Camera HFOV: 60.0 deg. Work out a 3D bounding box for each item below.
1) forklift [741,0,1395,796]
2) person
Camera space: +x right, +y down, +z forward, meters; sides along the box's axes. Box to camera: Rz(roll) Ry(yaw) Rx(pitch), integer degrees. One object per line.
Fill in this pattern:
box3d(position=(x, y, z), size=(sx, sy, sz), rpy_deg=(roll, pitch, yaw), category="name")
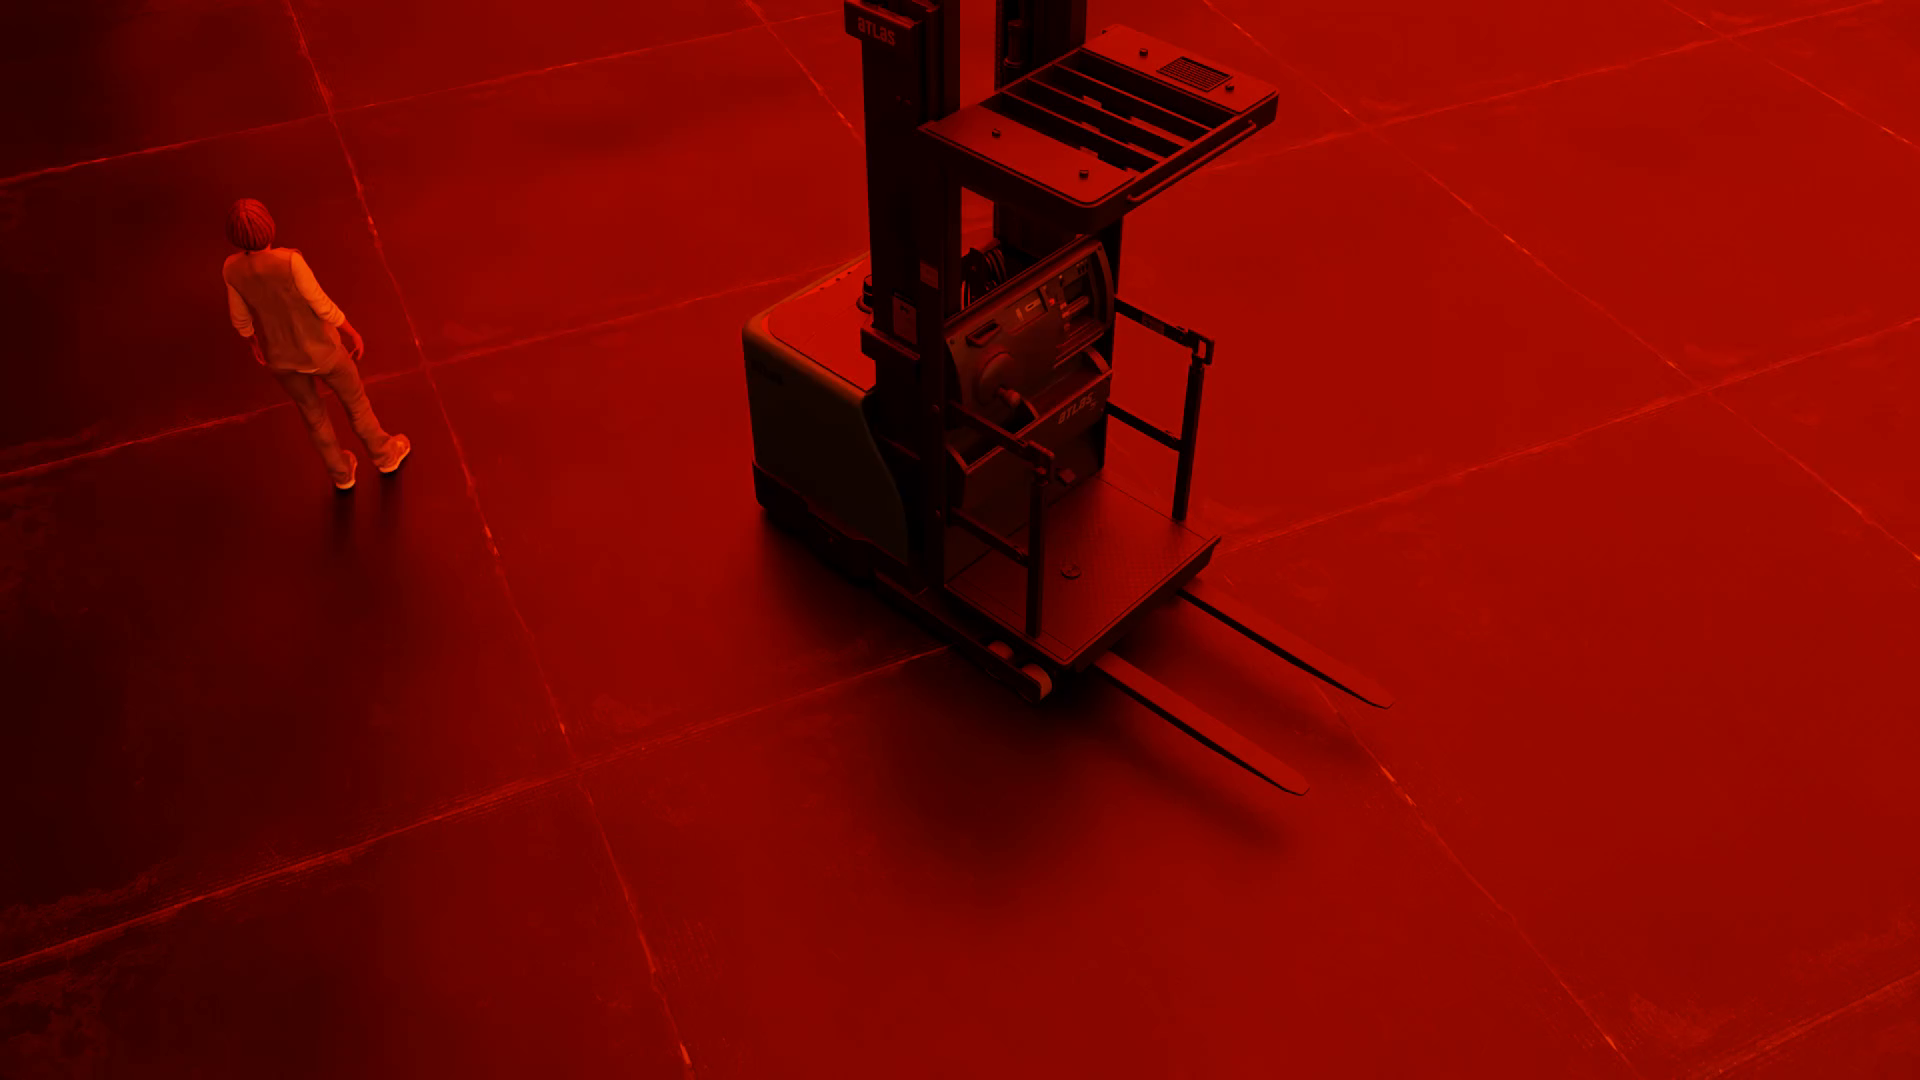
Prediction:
box3d(position=(0.445, -0.788, 6.525), size=(3.031, 2.935, 1.130), rpy_deg=(32, 52, 30), category="forklift")
box3d(position=(-2.991, -0.914, 7.630), size=(0.514, 1.600, 0.474), rpy_deg=(-1, 43, -1), category="person")
